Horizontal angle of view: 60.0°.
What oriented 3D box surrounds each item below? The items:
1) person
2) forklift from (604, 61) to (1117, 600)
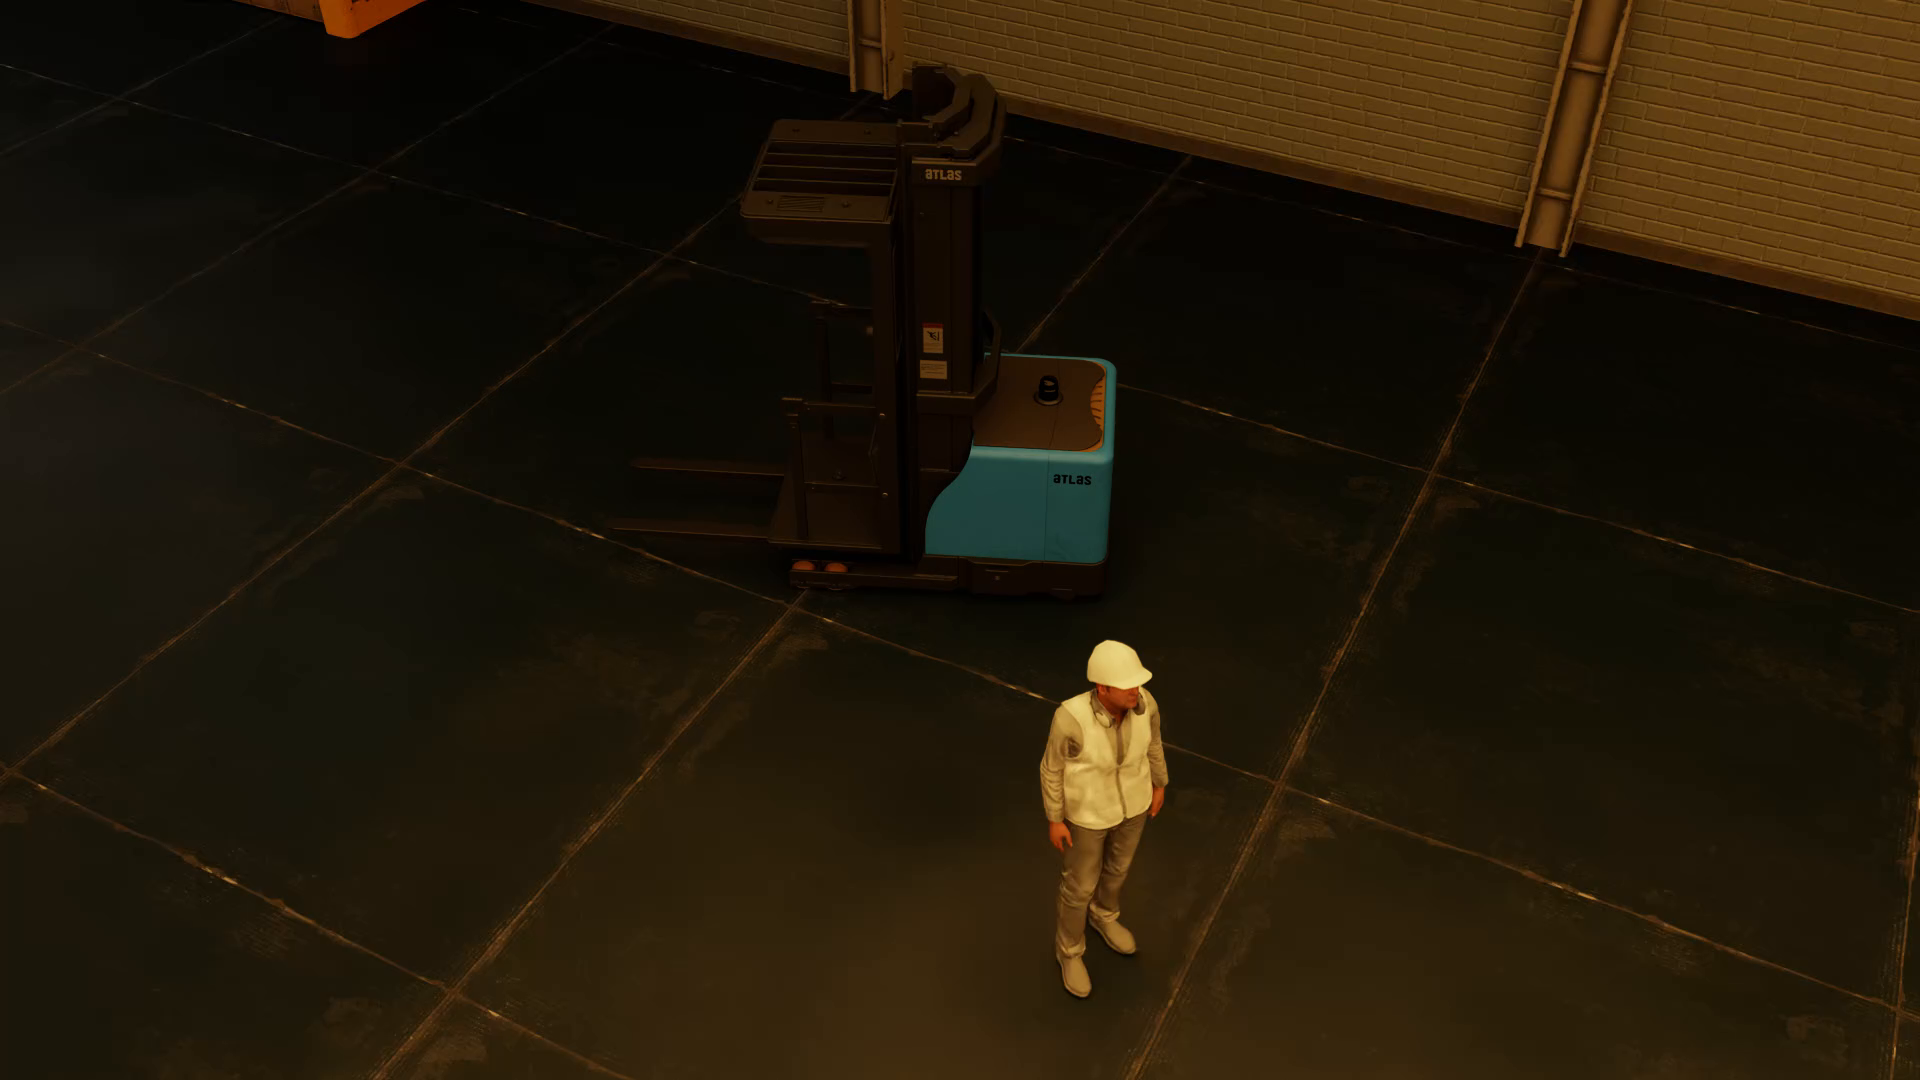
[{"bbox_3d":[0.681,1.218,7.428,0.628,1.774,0.565,-19,44,-21],"label":"person"},{"bbox_3d":[-0.606,-1.157,9.360,3.031,2.935,1.130,3,40,4],"label":"forklift"}]
